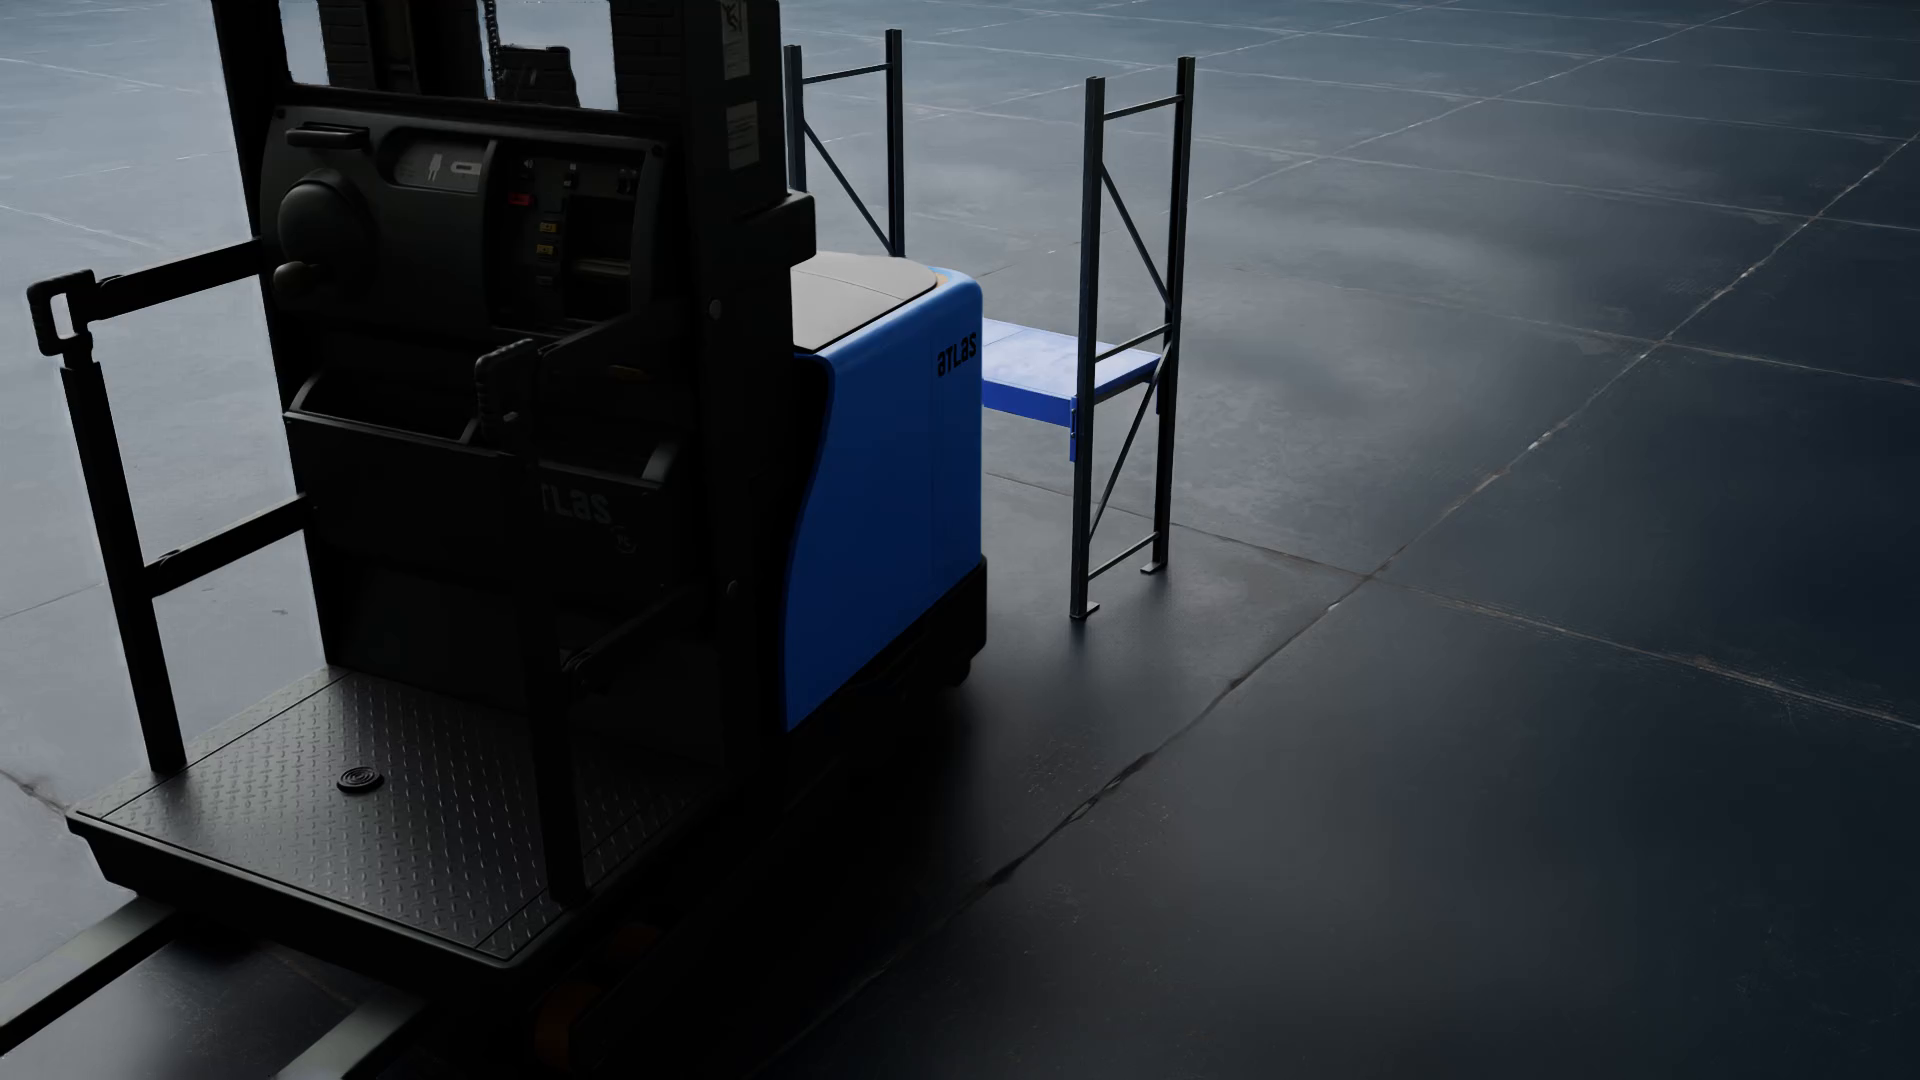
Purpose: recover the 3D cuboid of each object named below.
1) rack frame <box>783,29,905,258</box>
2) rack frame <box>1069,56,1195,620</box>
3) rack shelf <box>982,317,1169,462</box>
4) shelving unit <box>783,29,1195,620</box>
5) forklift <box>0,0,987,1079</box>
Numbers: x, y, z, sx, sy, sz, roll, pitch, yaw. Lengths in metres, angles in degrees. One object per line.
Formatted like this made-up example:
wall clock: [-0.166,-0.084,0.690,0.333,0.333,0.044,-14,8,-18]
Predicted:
rack frame: [-0.339,-0.789,5.180,0.032,1.500,0.500,17,29,33]
rack frame: [0.475,-0.543,4.622,0.032,1.500,0.500,17,29,33]
rack shelf: [0.068,-0.501,4.973,1.000,0.185,0.538,17,29,33]
shelving unit: [0.068,-0.666,4.901,1.048,1.500,0.538,17,29,33]
forklift: [-1.024,-0.569,2.905,1.130,2.935,3.031,11,26,23]
